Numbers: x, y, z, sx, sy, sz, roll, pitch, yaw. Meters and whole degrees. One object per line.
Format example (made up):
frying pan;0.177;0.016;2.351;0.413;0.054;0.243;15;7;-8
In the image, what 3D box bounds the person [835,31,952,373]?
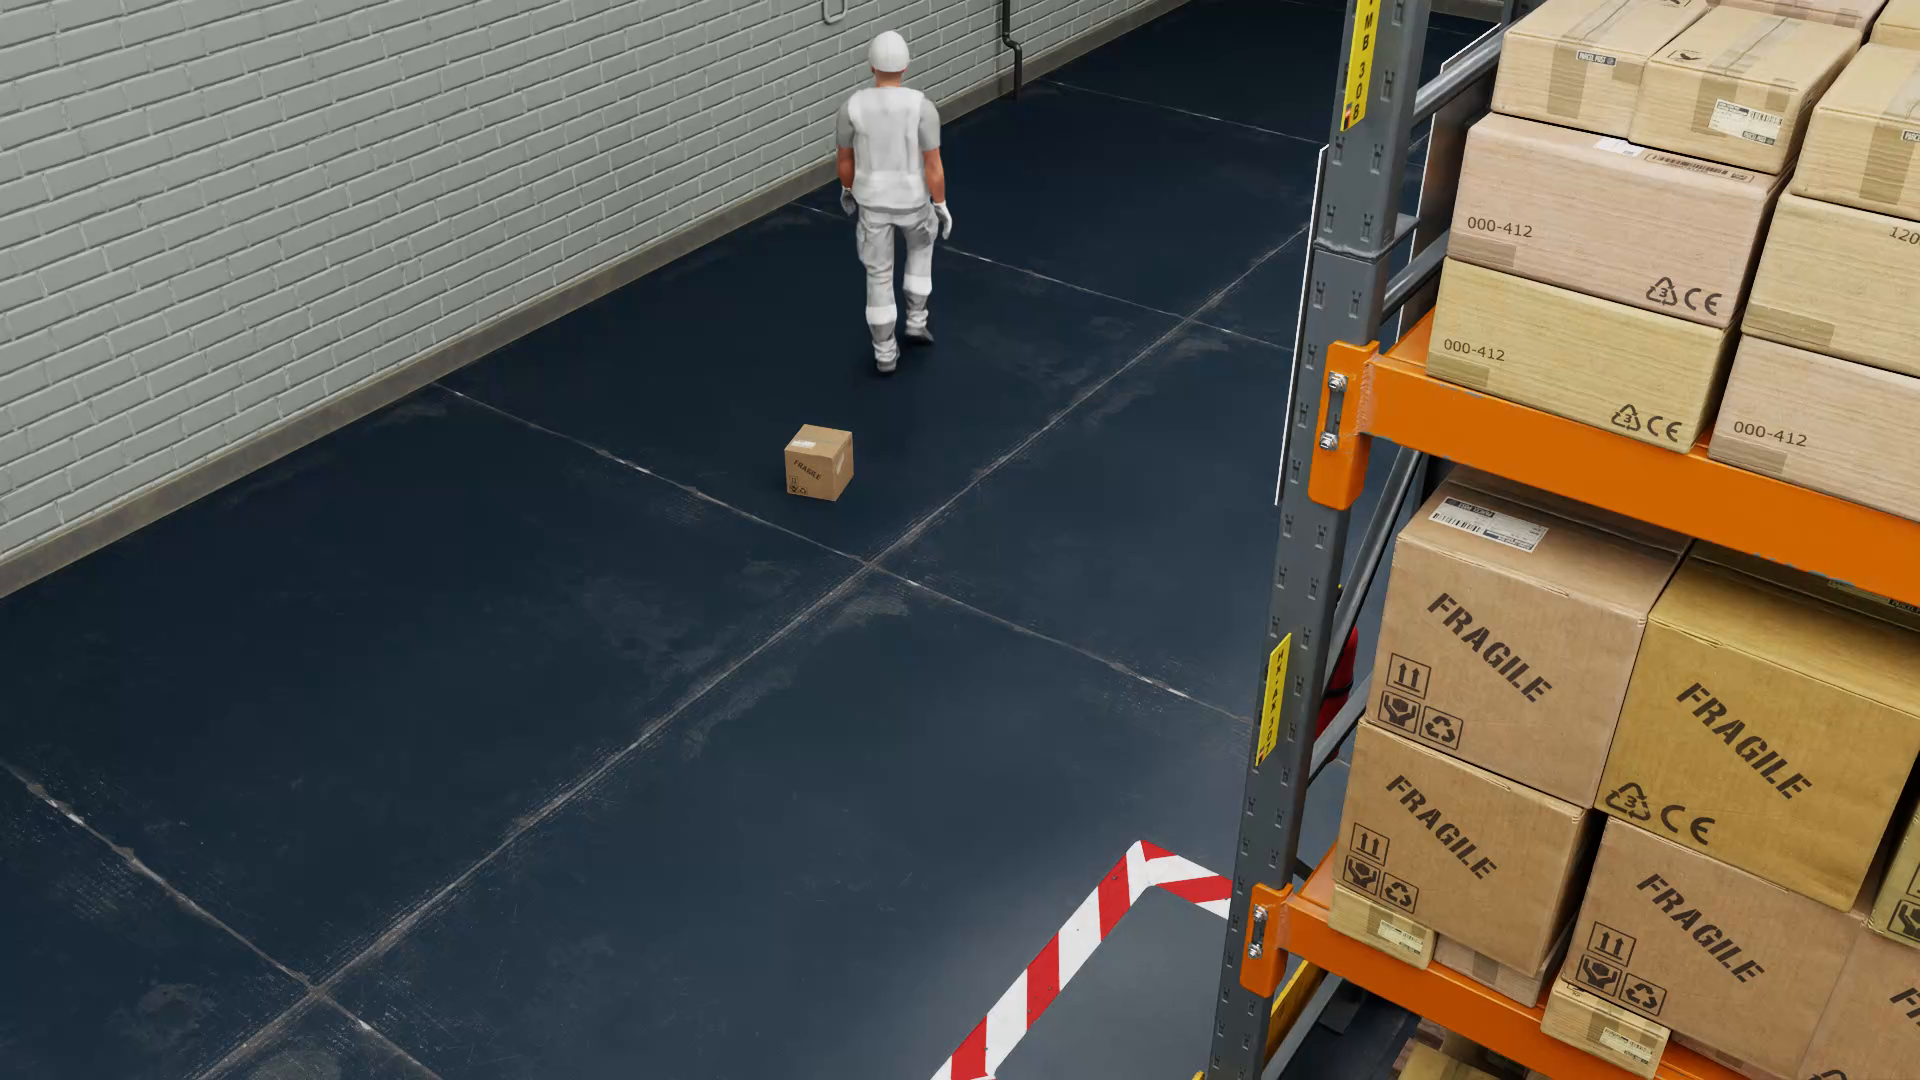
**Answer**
person;-0.340;-1.749;8.694;0.594;1.842;0.543;0;34;-1
